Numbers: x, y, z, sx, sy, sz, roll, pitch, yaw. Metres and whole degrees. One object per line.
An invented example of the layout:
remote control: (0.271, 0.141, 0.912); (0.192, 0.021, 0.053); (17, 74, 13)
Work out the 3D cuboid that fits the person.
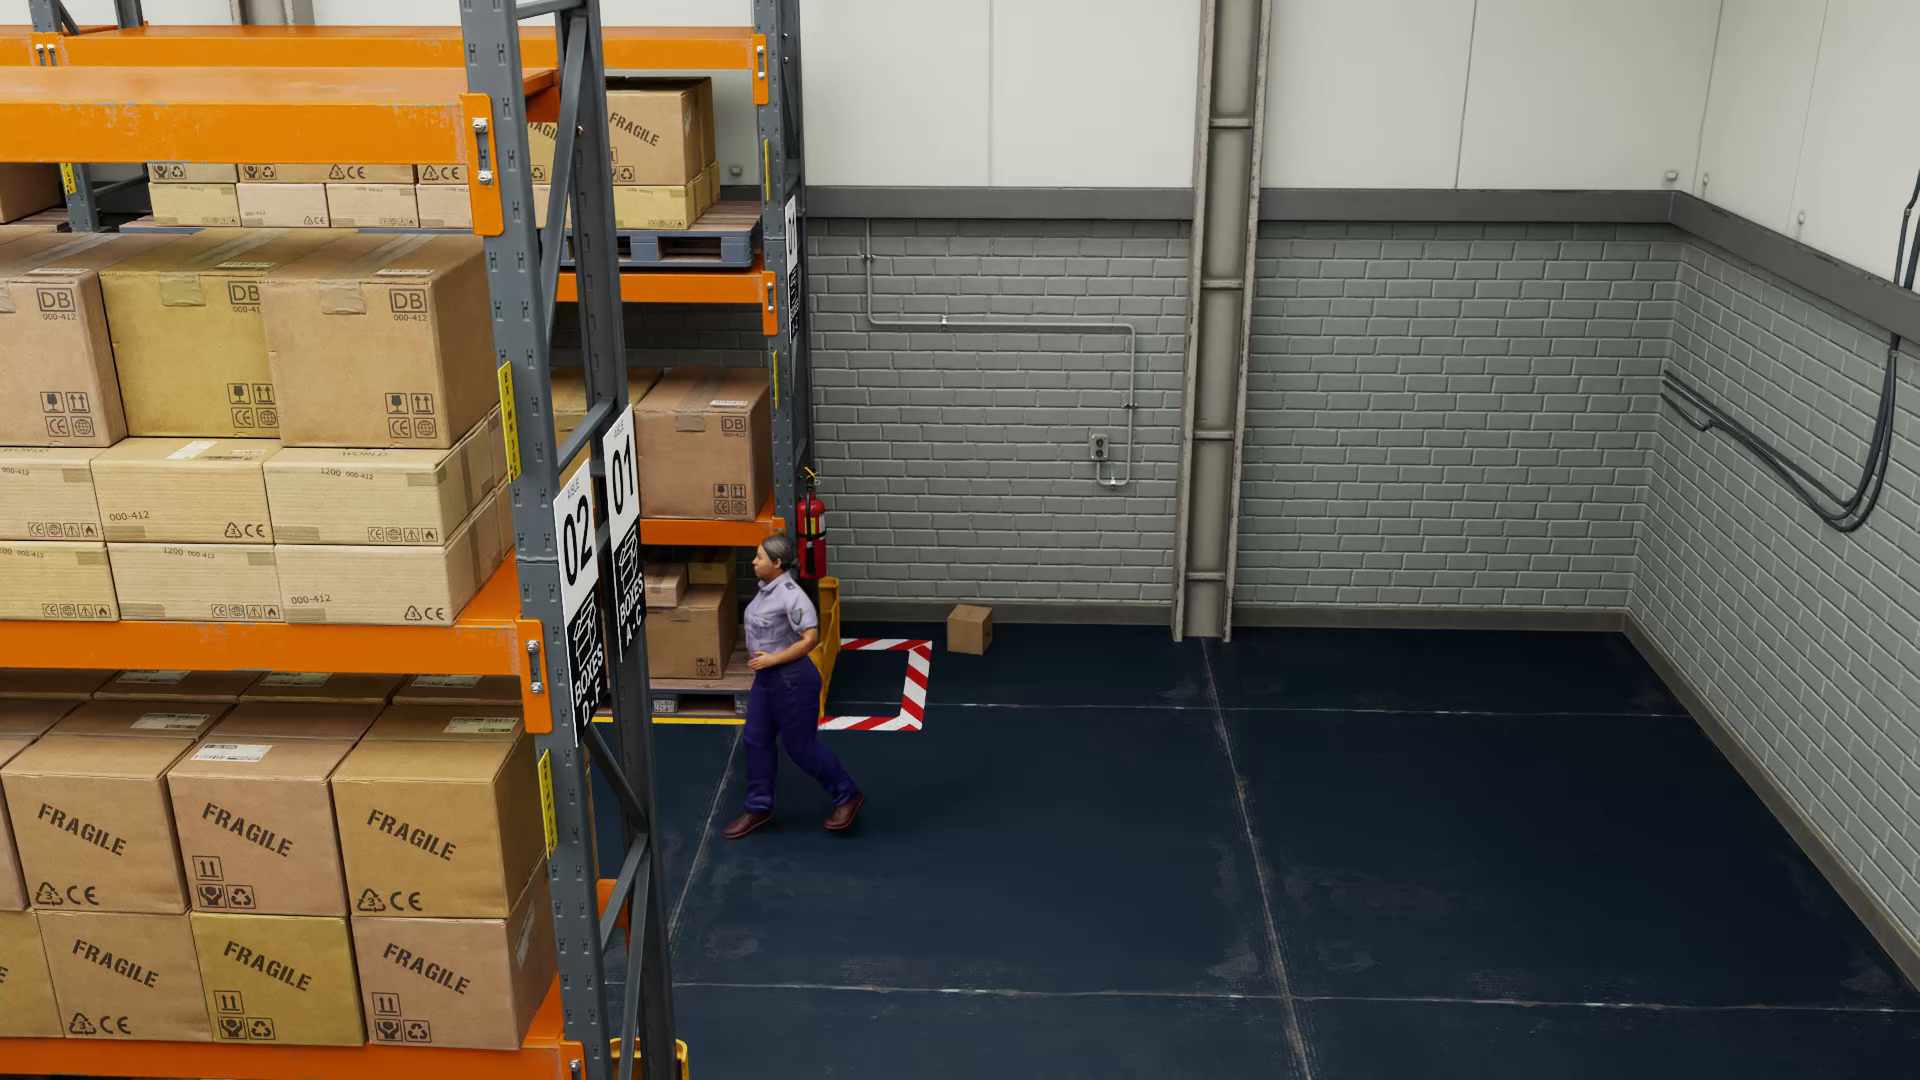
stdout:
person: (-0.980, 0.785, 9.054); (0.772, 1.647, 0.722); (-9, 23, -21)
